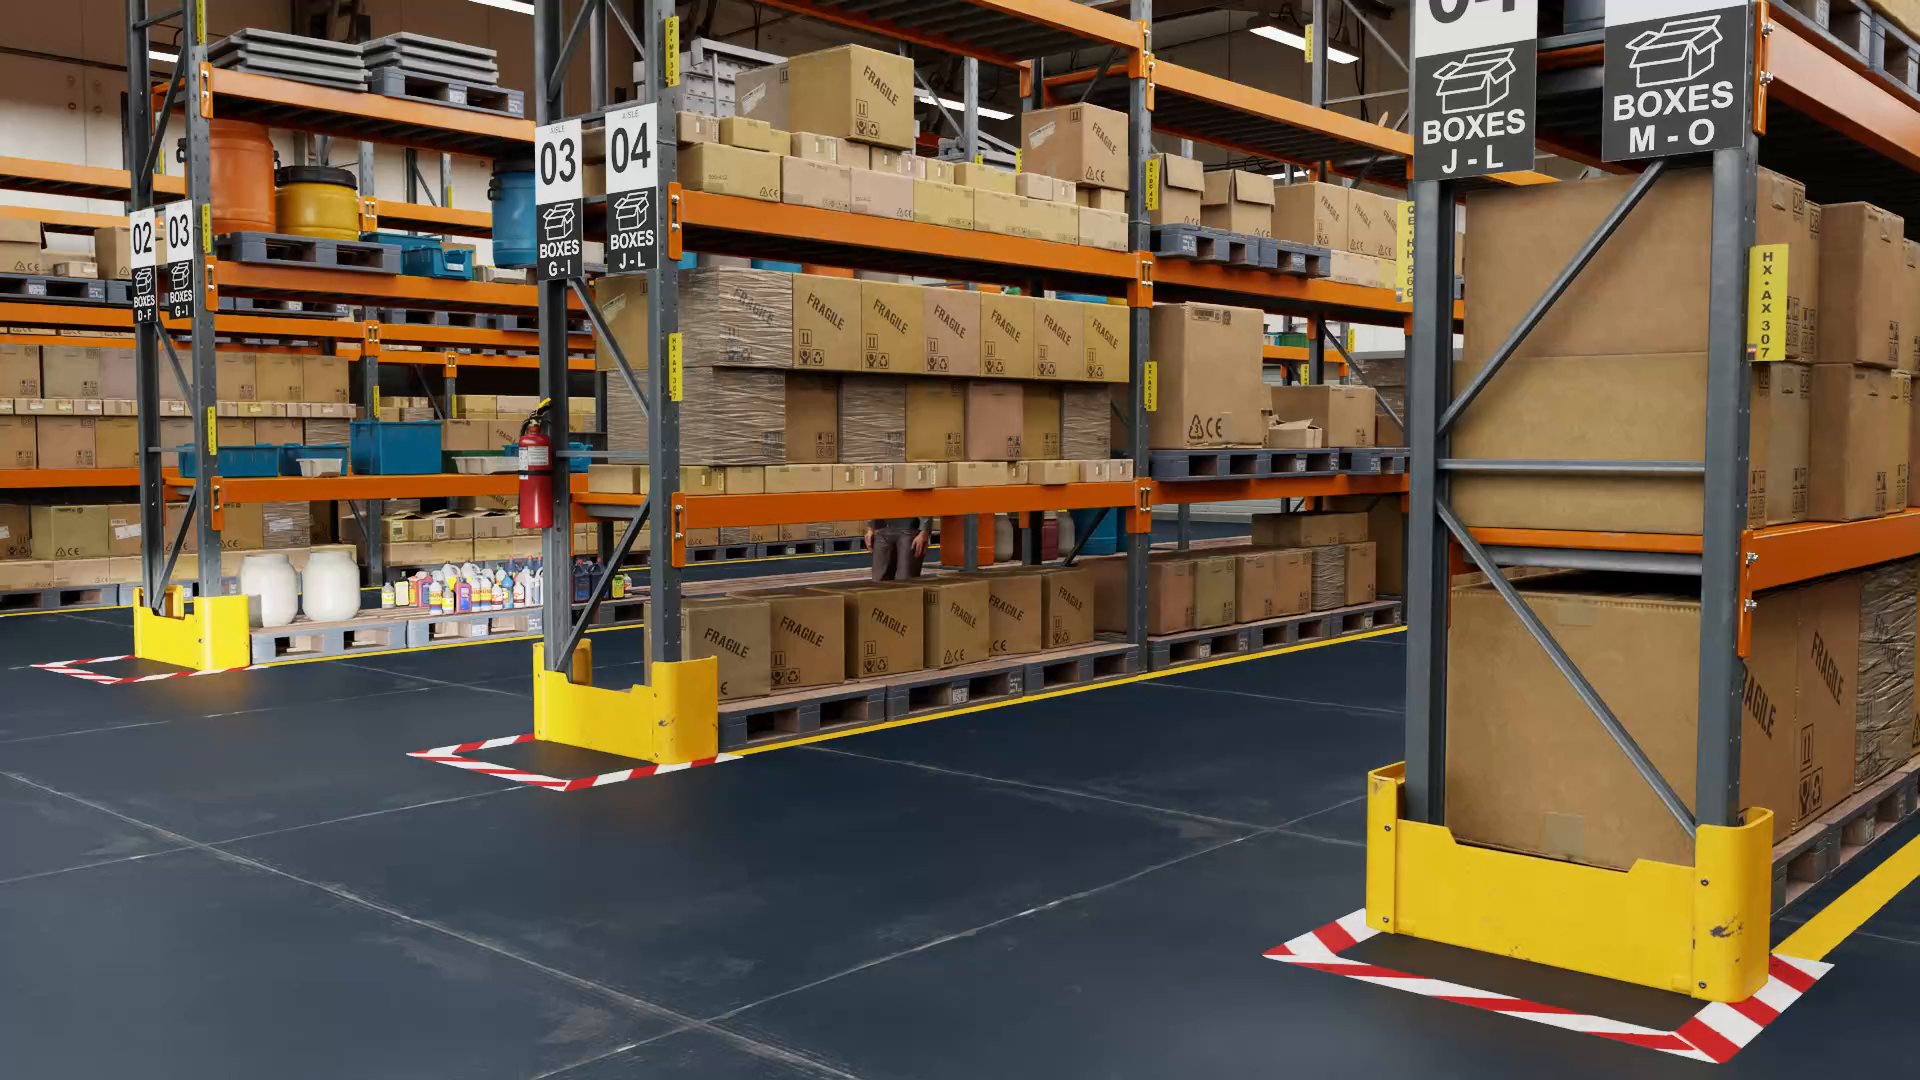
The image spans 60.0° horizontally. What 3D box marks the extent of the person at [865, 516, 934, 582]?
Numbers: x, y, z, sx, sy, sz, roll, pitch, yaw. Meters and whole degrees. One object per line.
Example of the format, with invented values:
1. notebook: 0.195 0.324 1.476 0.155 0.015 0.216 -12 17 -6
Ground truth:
1. person: -0.441 -0.024 12.326 0.583 1.719 0.424 3 4 38
